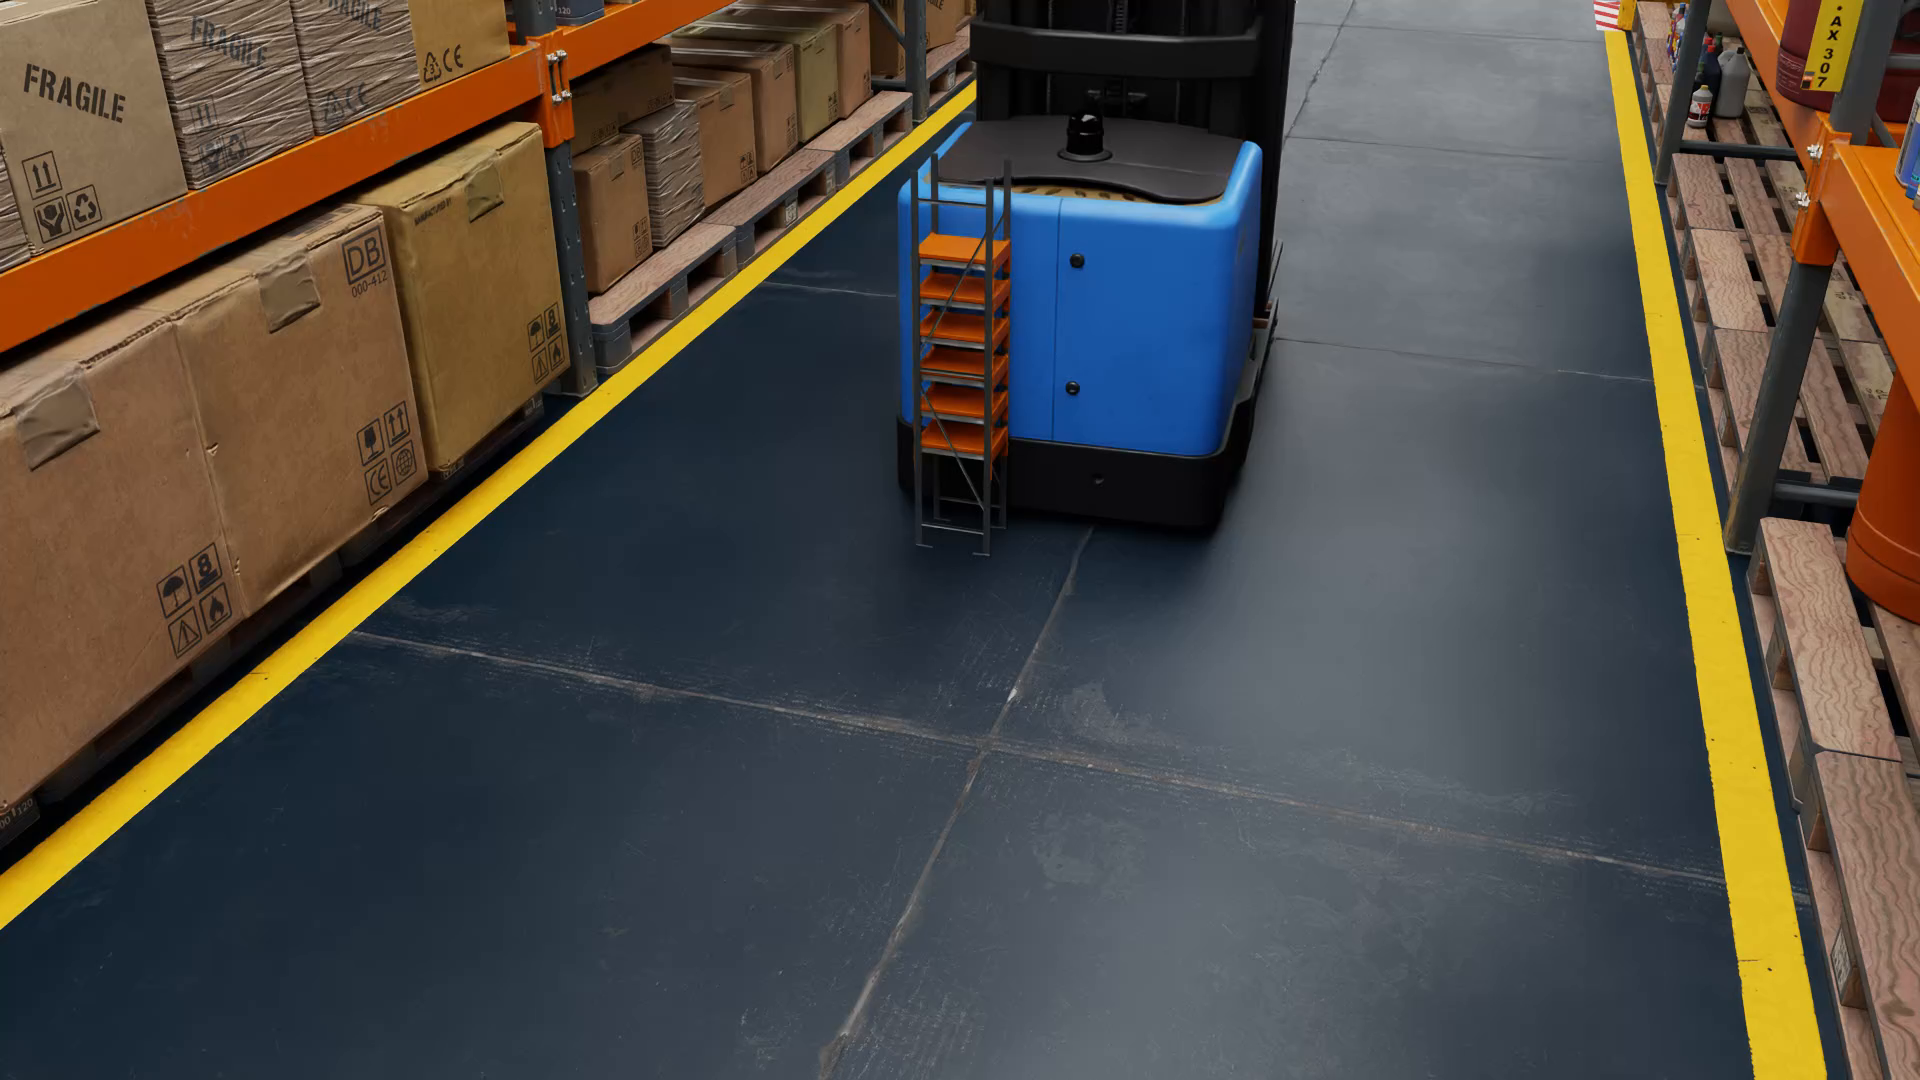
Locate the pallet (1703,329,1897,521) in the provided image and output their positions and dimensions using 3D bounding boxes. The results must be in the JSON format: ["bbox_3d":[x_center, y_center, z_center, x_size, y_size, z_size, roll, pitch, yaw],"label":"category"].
[{"bbox_3d":[3.139,-0.358,5.676,1.003,0.211,1.213,8,30,15],"label":"pallet"}]

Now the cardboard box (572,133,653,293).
[{"bbox_3d":[-1.683,-1.343,6.697,0.700,0.500,0.500,7,30,12],"label":"cardboard box"}]

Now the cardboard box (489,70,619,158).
[{"bbox_3d":[-1.692,-1.672,6.518,0.500,0.250,0.500,10,31,17],"label":"cardboard box"}]

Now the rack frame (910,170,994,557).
[{"bbox_3d":[-0.023,-0.489,4.894,0.240,1.200,0.006,8,30,15],"label":"rack frame"}]

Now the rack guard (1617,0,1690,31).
[{"bbox_3d":[5.245,-3.805,11.577,1.175,0.500,0.348,8,30,15],"label":"rack guard"}]

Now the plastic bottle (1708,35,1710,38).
[{"bbox_3d":[4.165,-2.738,9.435,0.152,0.276,0.135,9,30,16],"label":"plastic bottle"}]

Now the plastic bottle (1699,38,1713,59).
[{"bbox_3d":[4.018,-2.545,9.012,0.144,0.351,0.185,7,30,12],"label":"plastic bottle"}]

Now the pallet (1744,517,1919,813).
[{"bbox_3d":[2.683,0.369,4.370,1.003,0.211,1.213,8,30,15],"label":"pallet"}]

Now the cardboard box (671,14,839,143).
[{"bbox_3d":[-1.045,-2.386,8.573,0.700,0.500,0.500,8,30,15],"label":"cardboard box"}]

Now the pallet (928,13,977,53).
[{"bbox_3d":[-0.167,-3.455,11.244,1.003,0.211,1.213,8,30,15],"label":"pallet"}]

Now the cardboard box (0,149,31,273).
[{"bbox_3d":[-2.367,-0.758,3.424,0.500,0.500,0.500,8,30,14],"label":"cardboard box"}]

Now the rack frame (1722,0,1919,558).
[{"bbox_3d":[2.874,-1.222,4.361,1.000,3.000,0.127,8,30,15],"label":"rack frame"}]

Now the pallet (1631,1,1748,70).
[{"bbox_3d":[5.002,-3.302,10.969,1.003,0.211,1.213,8,30,15],"label":"pallet"}]

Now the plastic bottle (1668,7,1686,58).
[{"bbox_3d":[4.309,-3.044,9.979,0.061,0.283,0.133,9,30,16],"label":"plastic bottle"}]

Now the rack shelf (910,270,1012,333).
[{"bbox_3d":[0.004,-0.702,4.875,0.258,0.103,0.180,8,30,15],"label":"rack shelf"}]

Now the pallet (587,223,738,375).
[{"bbox_3d":[-1.630,-1.073,6.962,1.003,0.211,1.213,8,30,15],"label":"pallet"}]

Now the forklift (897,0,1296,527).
[{"bbox_3d":[0.657,-2.022,5.869,1.130,2.935,3.031,7,30,12],"label":"forklift"}]

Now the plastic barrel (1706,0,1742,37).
[{"bbox_3d":[4.955,-3.487,10.559,0.421,0.512,0.421,0,29,0],"label":"plastic barrel"}]

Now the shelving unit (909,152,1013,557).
[{"bbox_3d":[0.004,-0.531,4.970,0.258,1.200,0.189,8,30,15],"label":"shelving unit"}]

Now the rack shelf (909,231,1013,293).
[{"bbox_3d":[0.004,-0.807,4.817,0.258,0.103,0.180,8,30,15],"label":"rack shelf"}]

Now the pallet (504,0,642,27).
[{"bbox_3d":[-1.753,-2.191,6.301,1.213,0.211,1.003,8,30,15],"label":"pallet"}]

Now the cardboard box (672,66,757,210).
[{"bbox_3d":[-1.373,-1.867,7.639,0.700,0.500,0.500,11,31,19],"label":"cardboard box"}]

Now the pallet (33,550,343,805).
[{"bbox_3d":[-2.524,0.210,4.654,1.003,0.211,1.213,8,30,15],"label":"pallet"}]

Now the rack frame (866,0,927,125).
[{"bbox_3d":[-0.686,-3.788,8.973,1.000,3.000,0.127,8,30,15],"label":"rack frame"}]

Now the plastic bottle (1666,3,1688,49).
[{"bbox_3d":[4.392,-3.142,10.166,0.097,0.271,0.097,0,29,0],"label":"plastic bottle"}]

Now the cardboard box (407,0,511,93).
[{"bbox_3d":[-1.768,-1.708,5.132,0.500,0.500,0.500,9,30,16],"label":"cardboard box"}]

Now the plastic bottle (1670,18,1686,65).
[{"bbox_3d":[4.262,-2.936,9.796,0.097,0.271,0.097,0,29,0],"label":"plastic bottle"}]

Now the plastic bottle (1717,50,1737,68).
[{"bbox_3d":[4.167,-2.503,9.013,0.152,0.276,0.135,8,30,15],"label":"plastic bottle"}]

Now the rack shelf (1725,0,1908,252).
[{"bbox_3d":[3.461,-1.837,6.207,1.077,0.370,4.000,8,30,15],"label":"rack shelf"}]

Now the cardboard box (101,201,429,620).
[{"bbox_3d":[-2.352,-0.453,4.732,1.225,0.875,0.875,9,30,15],"label":"cardboard box"}]

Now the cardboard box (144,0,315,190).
[{"bbox_3d":[-2.070,-1.235,4.282,0.500,0.500,0.500,8,30,13],"label":"cardboard box"}]

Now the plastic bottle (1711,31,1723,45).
[{"bbox_3d":[4.267,-2.726,9.406,0.061,0.283,0.133,8,30,15],"label":"plastic bottle"}]

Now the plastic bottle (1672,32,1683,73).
[{"bbox_3d":[4.203,-2.842,9.627,0.097,0.271,0.097,0,29,0],"label":"plastic bottle"}]

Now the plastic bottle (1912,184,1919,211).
[{"bbox_3d":[2.350,-0.885,3.960,0.097,0.201,0.097,0,29,0],"label":"plastic bottle"}]

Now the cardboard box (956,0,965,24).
[{"bbox_3d":[-0.263,-3.626,10.822,0.500,0.500,0.500,6,30,10],"label":"cardboard box"}]

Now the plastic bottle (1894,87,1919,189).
[{"bbox_3d":[2.438,-1.013,4.113,0.152,0.276,0.135,8,30,15],"label":"plastic bottle"}]

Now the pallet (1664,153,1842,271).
[{"bbox_3d":[3.855,-1.492,7.715,1.003,0.211,1.213,8,30,15],"label":"pallet"}]

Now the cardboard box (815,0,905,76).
[{"bbox_3d":[-0.531,-3.059,9.803,0.500,0.500,0.500,8,30,13],"label":"cardboard box"}]

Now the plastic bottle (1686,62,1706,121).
[{"bbox_3d":[3.874,-2.357,8.743,0.061,0.283,0.133,10,31,17],"label":"plastic bottle"}]

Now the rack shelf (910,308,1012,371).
[{"bbox_3d":[0.004,-0.597,4.934,0.258,0.103,0.180,8,30,15],"label":"rack shelf"}]

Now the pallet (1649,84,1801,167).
[{"bbox_3d":[4.285,-2.169,8.931,1.003,0.211,1.213,8,30,15],"label":"pallet"}]

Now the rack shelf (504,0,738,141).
[{"bbox_3d":[-1.273,-2.544,7.477,1.077,0.370,4.000,8,30,15],"label":"rack shelf"}]
